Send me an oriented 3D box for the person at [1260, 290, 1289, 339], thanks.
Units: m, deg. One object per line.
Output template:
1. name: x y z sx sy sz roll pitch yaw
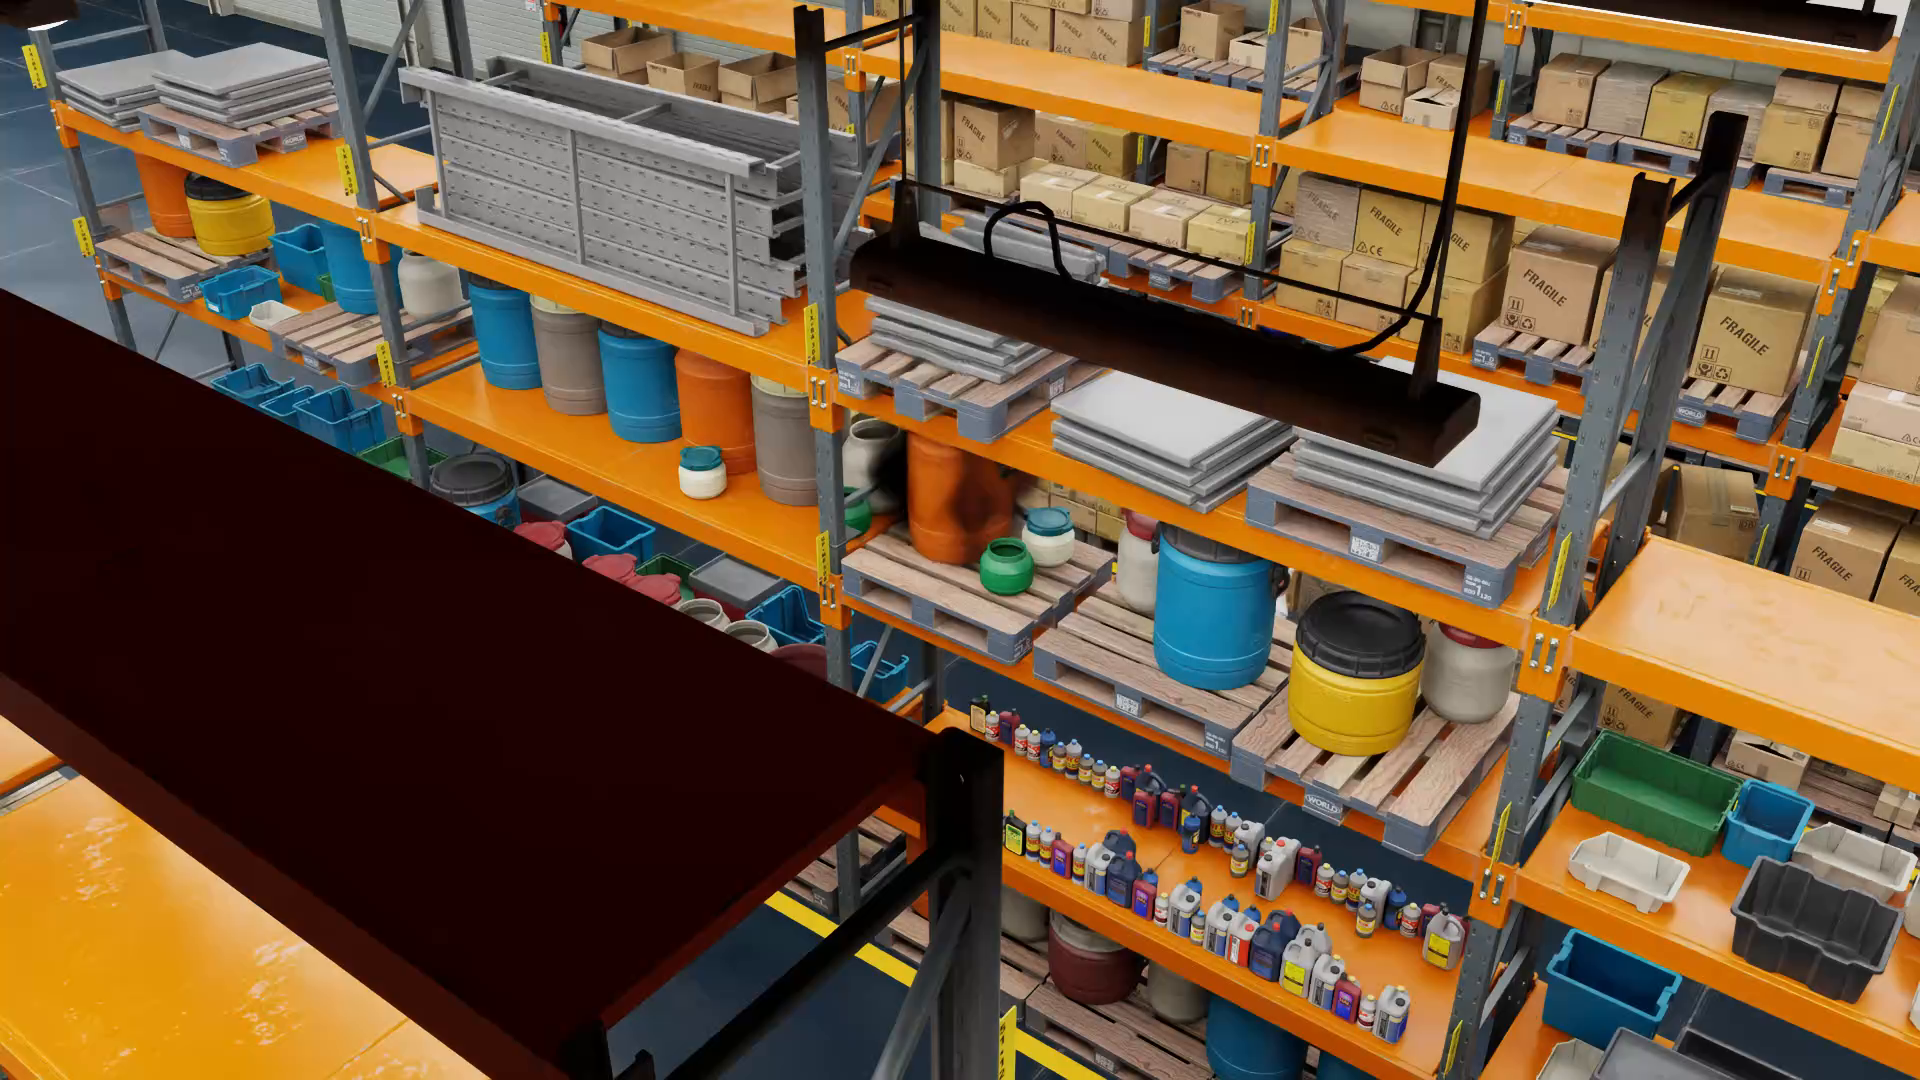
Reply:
1. person: 3.138 -1.759 16.583 0.490 1.688 0.461 -8 32 -13

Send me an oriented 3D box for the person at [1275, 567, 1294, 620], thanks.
1. person: 2.054 0.856 12.142 1.054 1.716 0.656 17 35 25
